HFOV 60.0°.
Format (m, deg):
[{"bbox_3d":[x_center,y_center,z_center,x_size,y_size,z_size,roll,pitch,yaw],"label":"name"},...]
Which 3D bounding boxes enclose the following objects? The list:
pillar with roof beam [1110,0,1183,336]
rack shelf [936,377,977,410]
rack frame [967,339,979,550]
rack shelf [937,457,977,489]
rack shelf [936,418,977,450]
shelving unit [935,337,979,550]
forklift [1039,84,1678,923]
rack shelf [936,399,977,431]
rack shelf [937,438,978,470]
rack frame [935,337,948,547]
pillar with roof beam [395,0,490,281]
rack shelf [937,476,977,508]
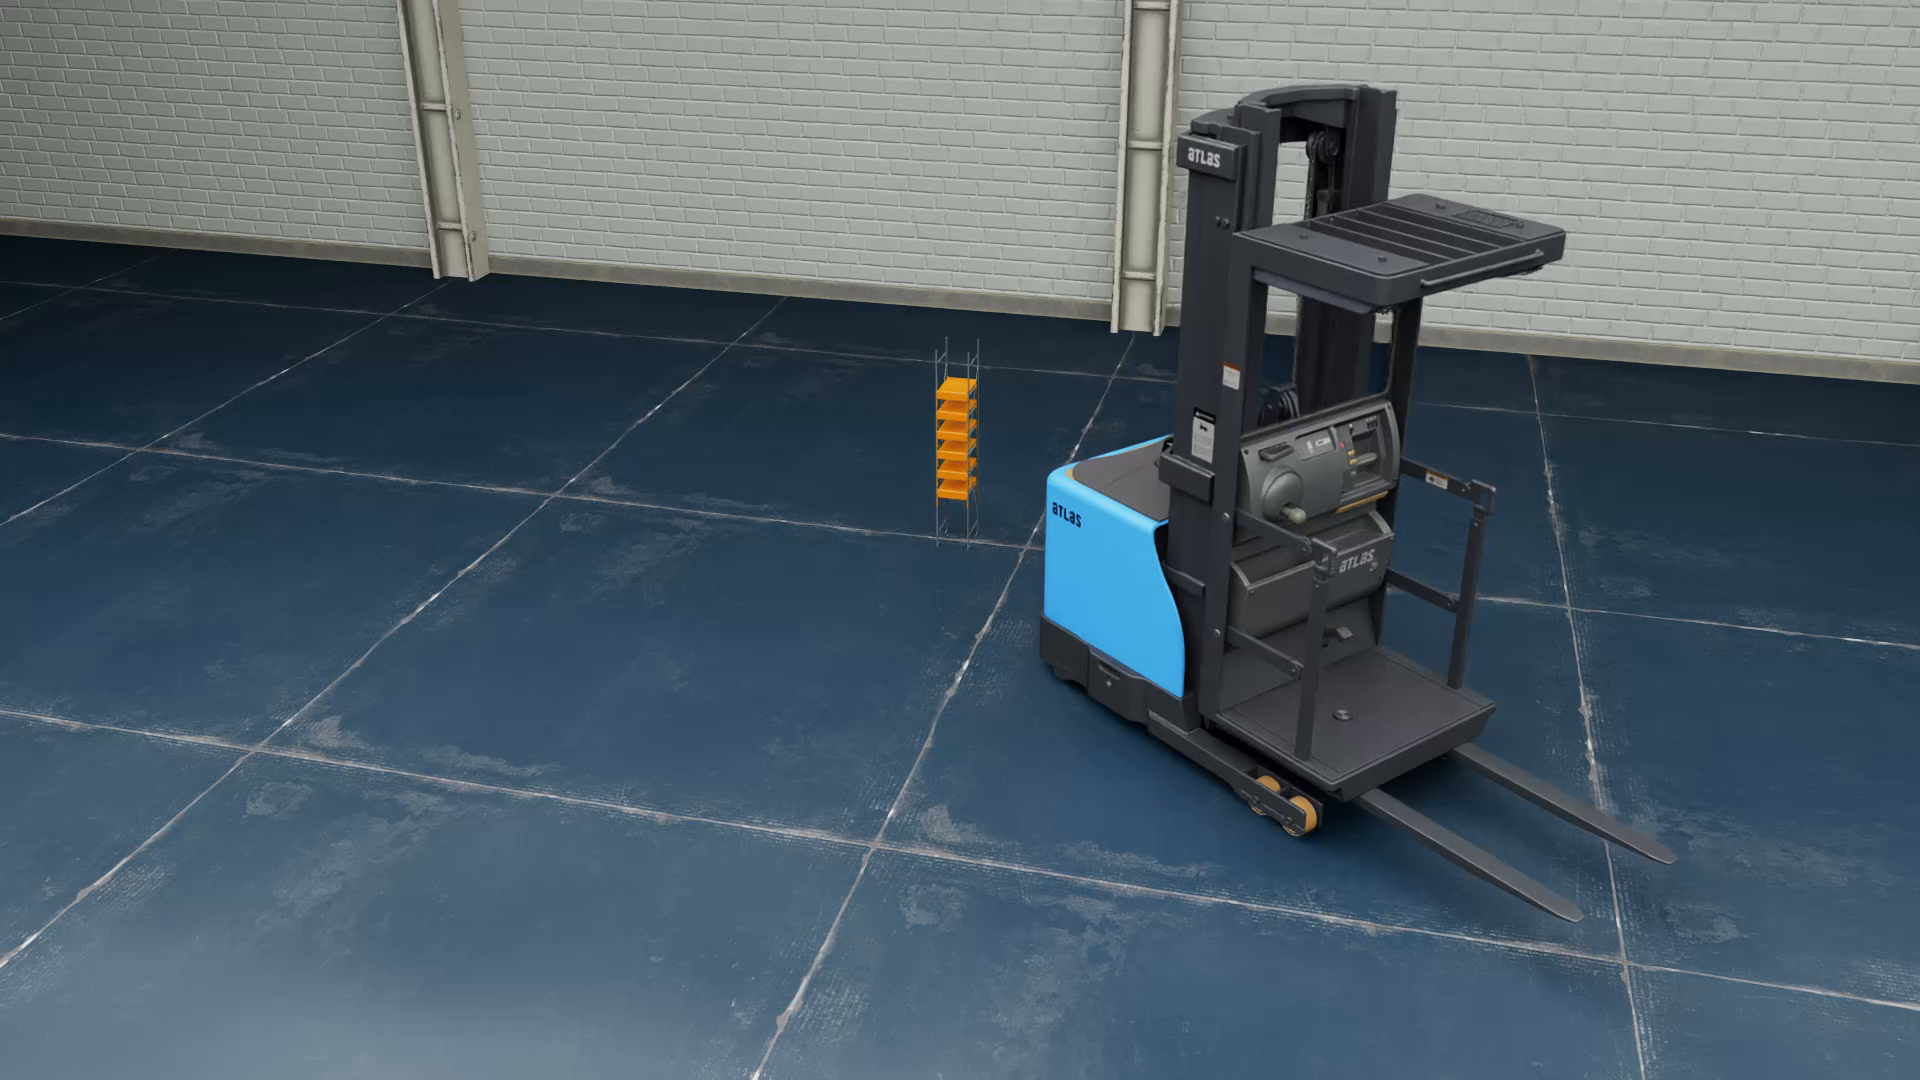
[{"bbox_3d":[0.353,-3.967,7.613,0.400,9.000,9.100,6,26,13],"label":"pillar with roof beam"},{"bbox_3d":[-0.014,-0.828,9.360,0.180,0.103,0.258,6,26,13],"label":"rack shelf"},{"bbox_3d":[0.075,-0.533,9.475,0.006,1.200,0.240,6,26,13],"label":"rack frame"},{"bbox_3d":[-0.014,-0.395,9.566,0.180,0.103,0.258,6,26,13],"label":"rack shelf"},{"bbox_3d":[-0.014,-0.612,9.463,0.180,0.103,0.258,6,26,13],"label":"rack shelf"},{"bbox_3d":[-0.014,-0.543,9.495,0.189,1.200,0.258,6,26,13],"label":"shelving unit"},{"bbox_3d":[1.677,-0.299,6.969,1.130,2.935,3.031,-18,31,-32],"label":"forklift"},{"bbox_3d":[-0.014,-0.720,9.411,0.180,0.103,0.258,6,26,13],"label":"rack shelf"},{"bbox_3d":[-0.014,-0.503,9.514,0.180,0.103,0.258,6,26,13],"label":"rack shelf"},{"bbox_3d":[-0.103,-0.553,9.516,0.006,1.200,0.240,6,26,13],"label":"rack frame"},{"bbox_3d":[-5.457,-4.609,8.962,0.400,9.000,9.100,6,26,13],"label":"pillar with roof beam"},{"bbox_3d":[-0.014,-0.286,9.618,0.180,0.103,0.258,6,26,13],"label":"rack shelf"}]
